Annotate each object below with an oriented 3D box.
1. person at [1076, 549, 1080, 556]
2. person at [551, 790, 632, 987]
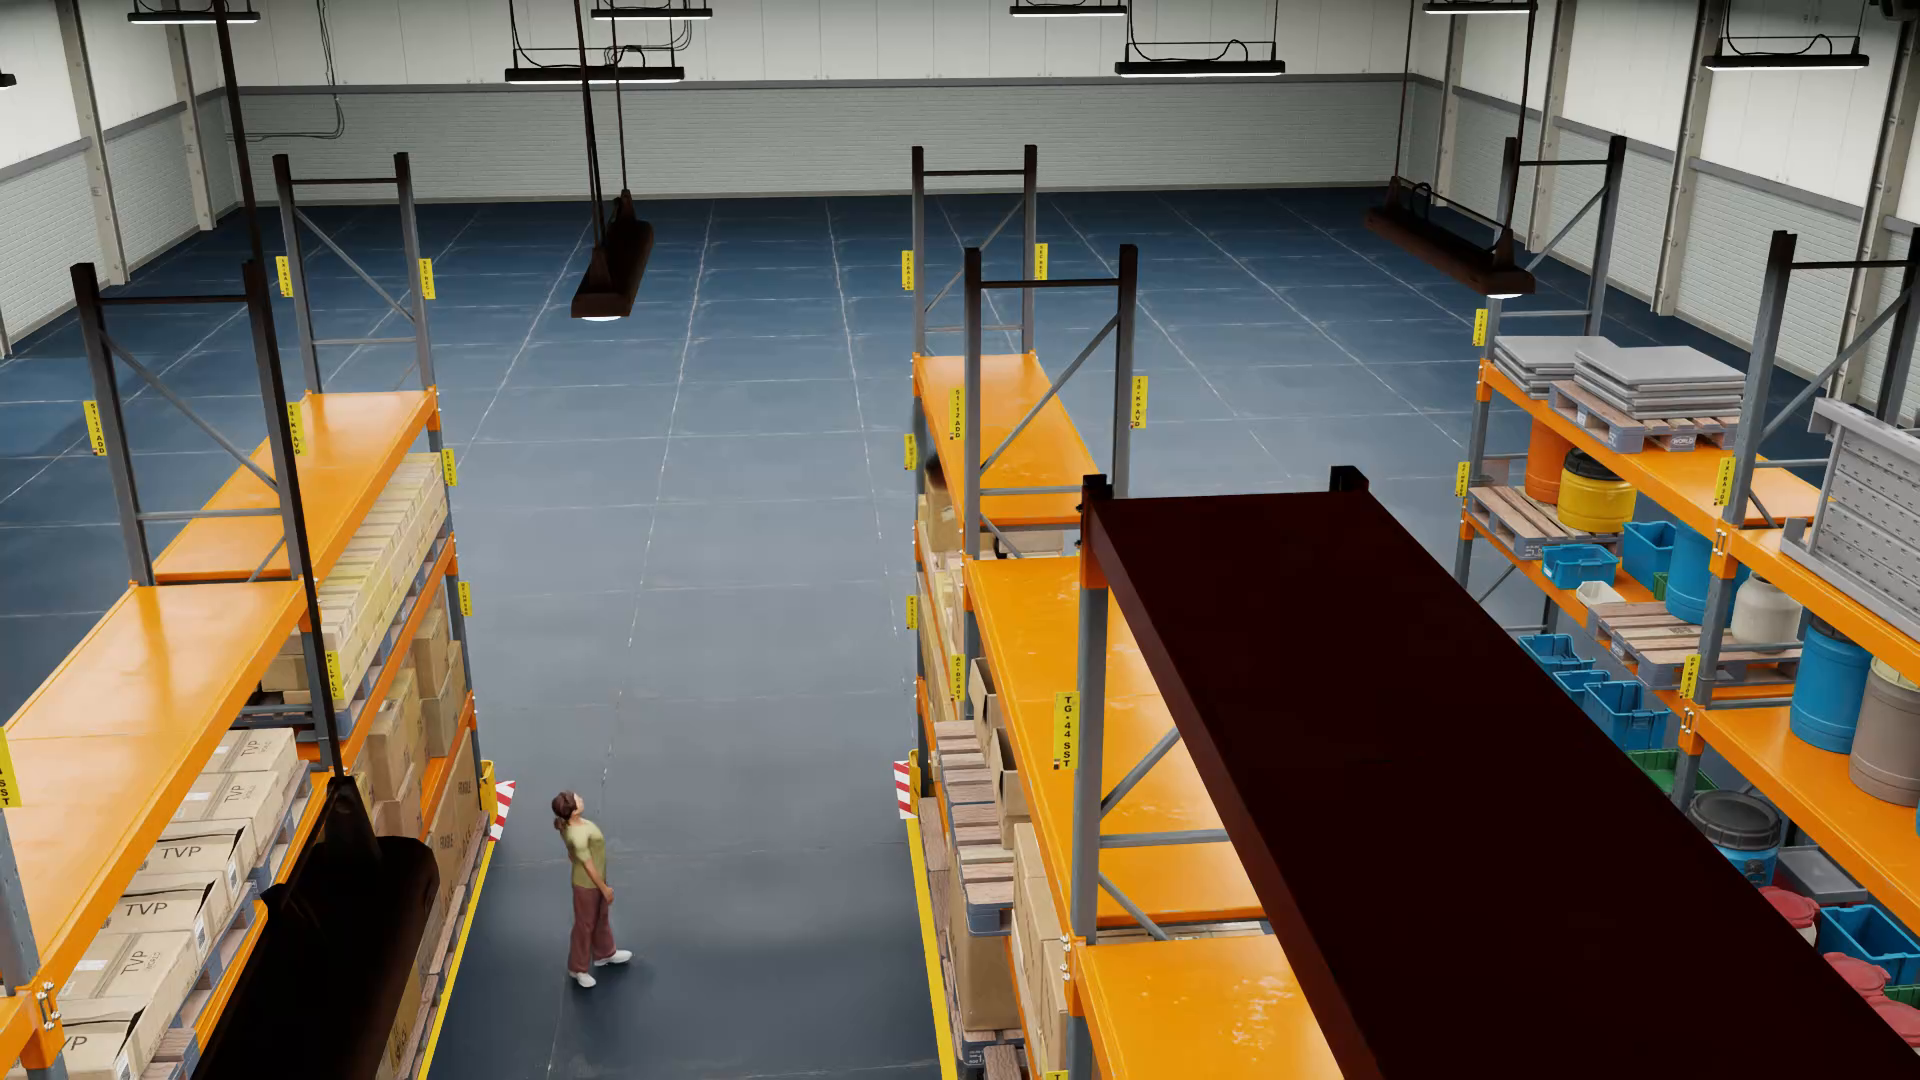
[{"bbox_3d":[1.297,0.903,16.984,0.682,1.796,0.381,-11,24,-26],"label":"person"},{"bbox_3d":[-2.832,2.625,12.769,0.493,1.651,0.469,-3,22,-8],"label":"person"}]
